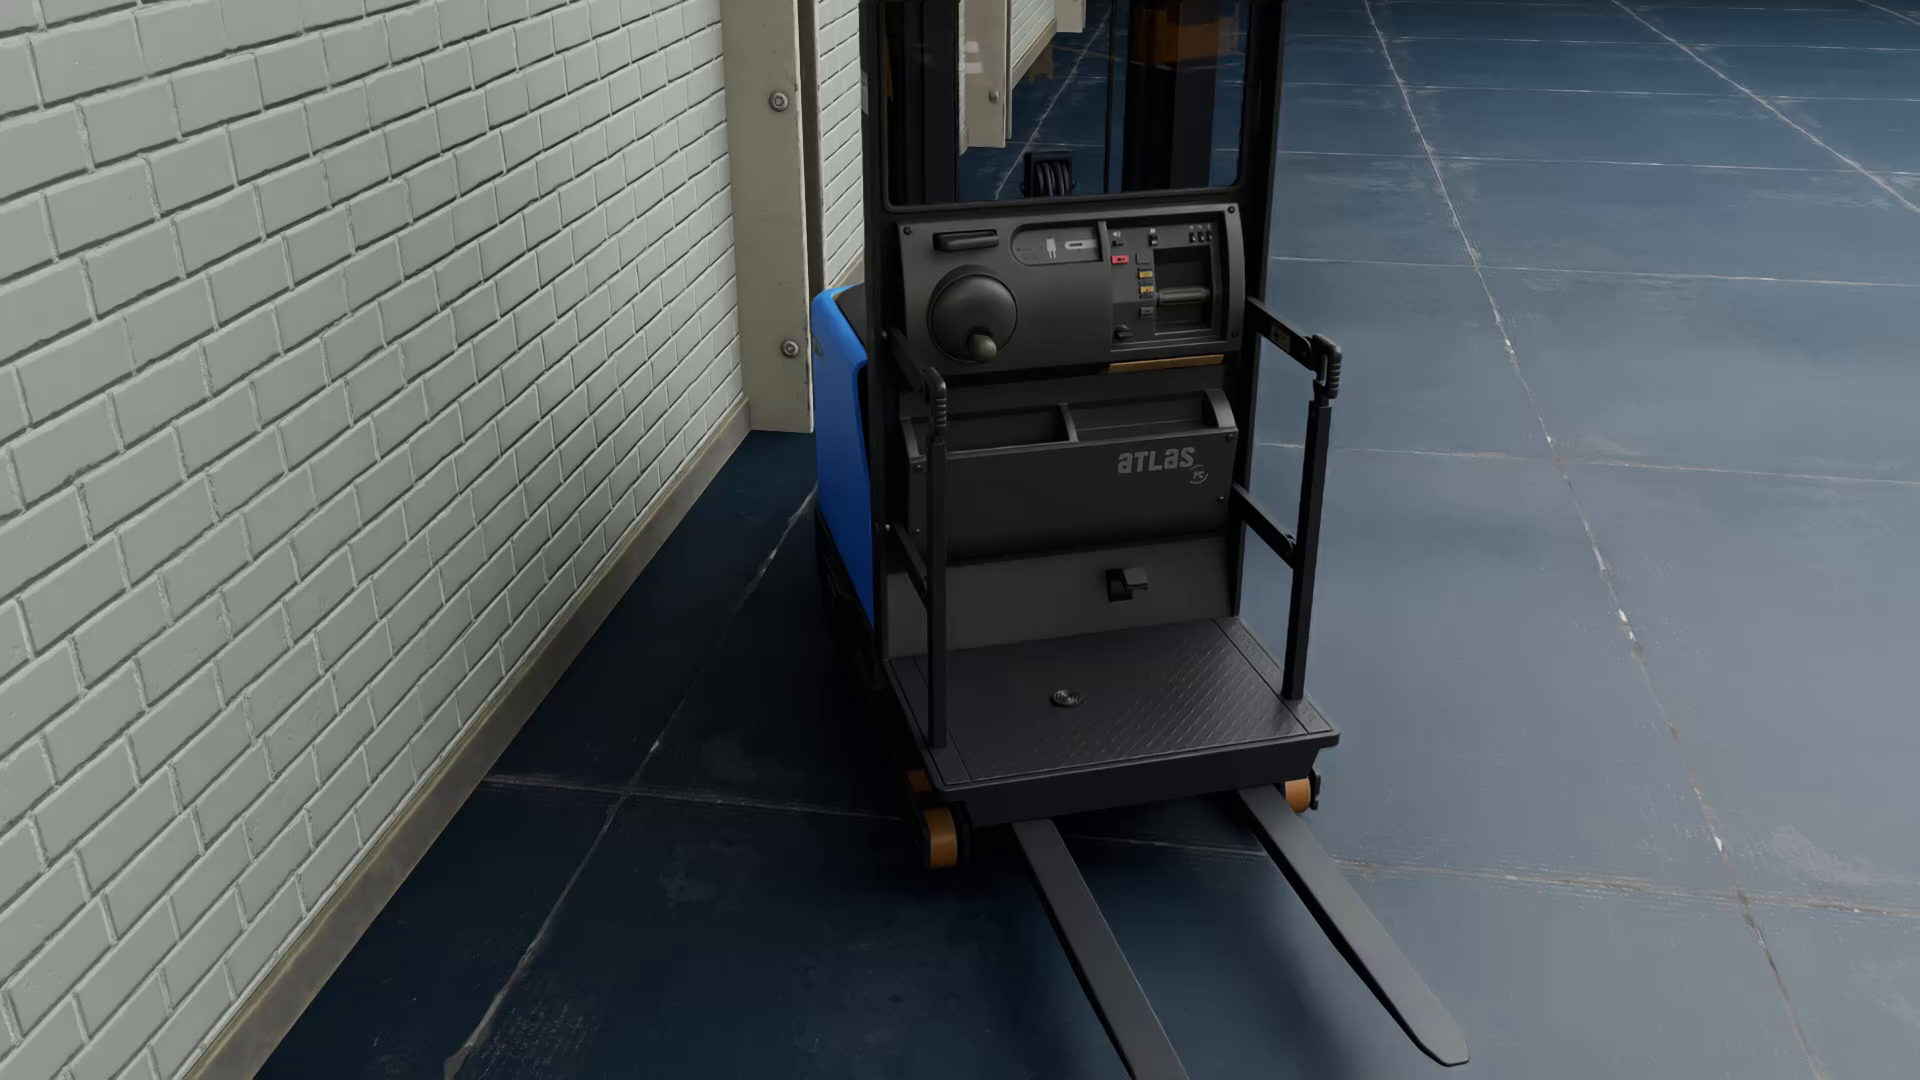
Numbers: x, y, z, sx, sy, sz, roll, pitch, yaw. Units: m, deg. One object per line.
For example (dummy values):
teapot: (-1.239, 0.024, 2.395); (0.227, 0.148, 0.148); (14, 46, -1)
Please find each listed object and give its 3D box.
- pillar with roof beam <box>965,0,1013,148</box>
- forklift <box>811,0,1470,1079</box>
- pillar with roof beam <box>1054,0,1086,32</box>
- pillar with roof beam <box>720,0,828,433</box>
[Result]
pillar with roof beam: (4.460, -6.846, 10.261); (9.100, 9.000, 0.400); (4, 25, 9)
forklift: (0.354, -0.638, 4.156); (1.130, 2.935, 3.031); (-6, 26, -13)
pillar with roof beam: (5.441, -9.355, 15.622); (9.100, 9.000, 0.400); (4, 25, 9)
pillar with roof beam: (3.480, -4.337, 4.900); (9.100, 9.000, 0.400); (4, 25, 9)
